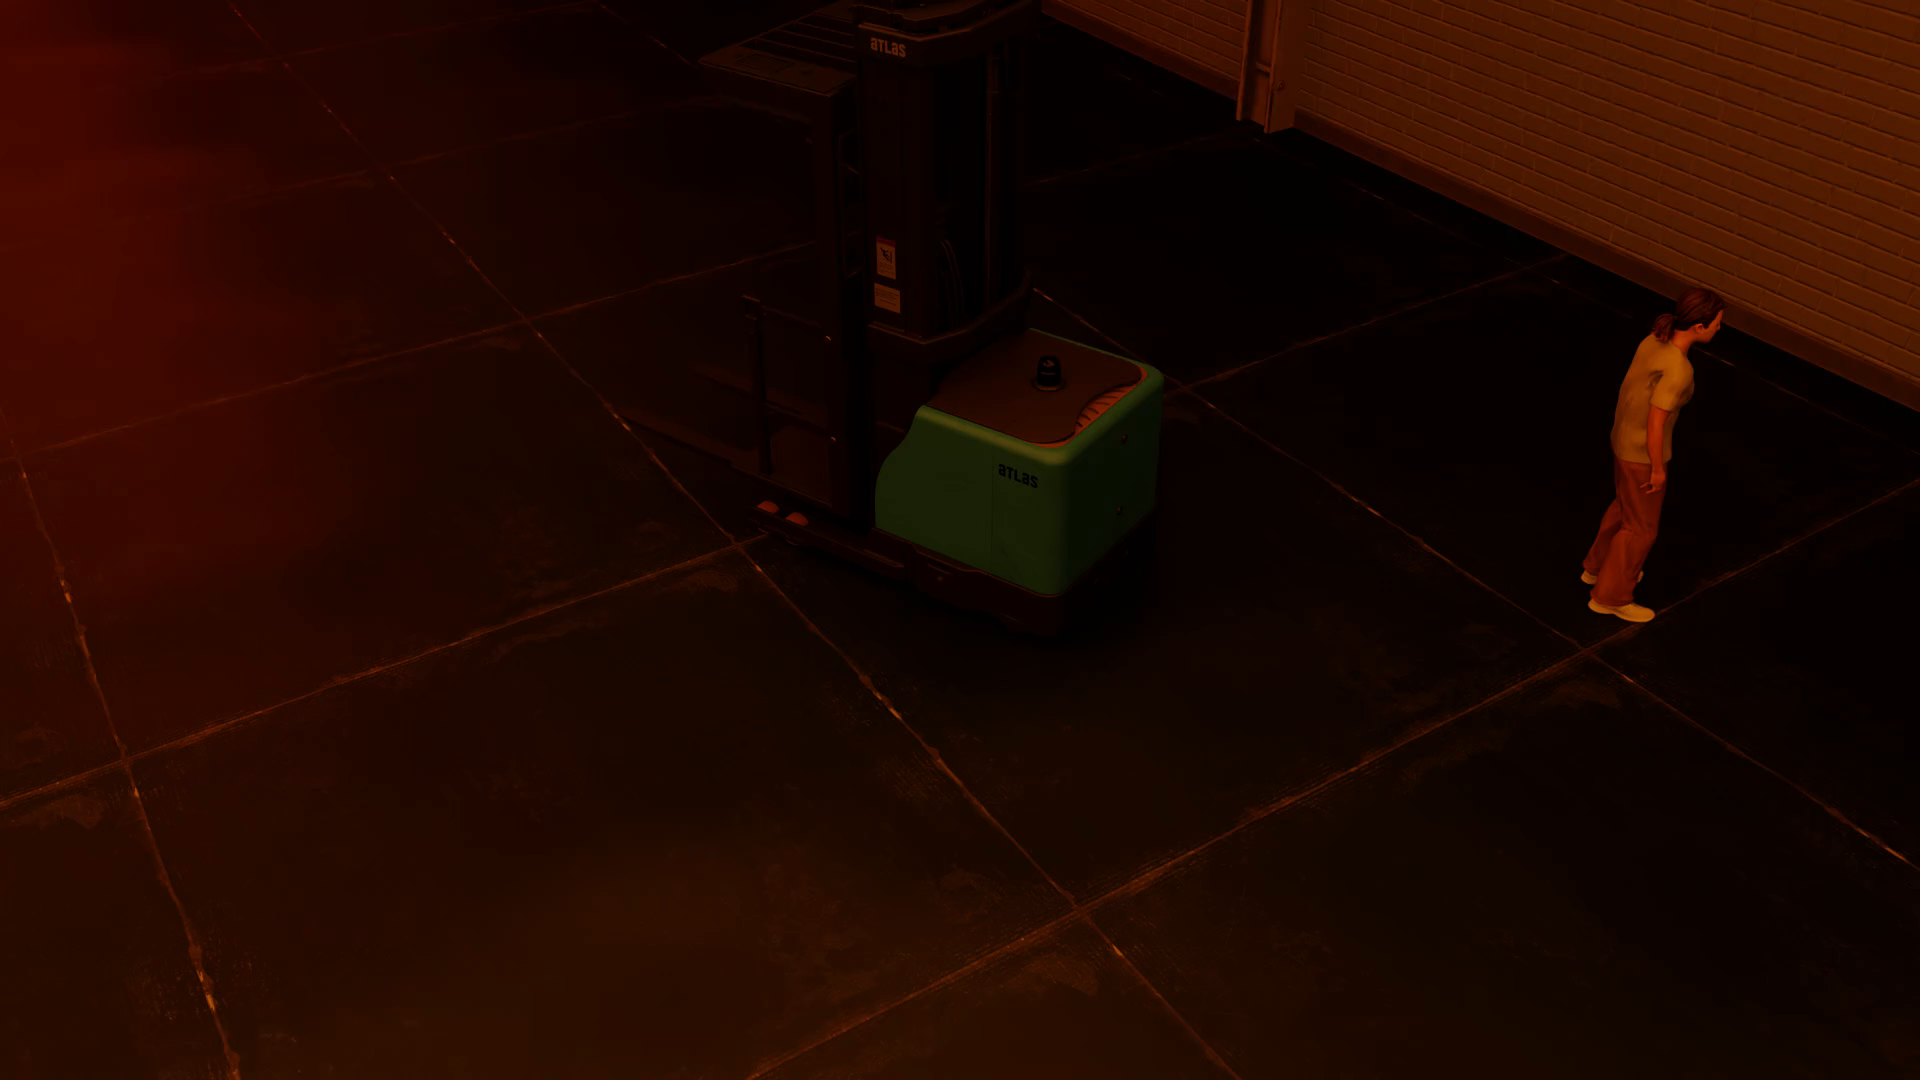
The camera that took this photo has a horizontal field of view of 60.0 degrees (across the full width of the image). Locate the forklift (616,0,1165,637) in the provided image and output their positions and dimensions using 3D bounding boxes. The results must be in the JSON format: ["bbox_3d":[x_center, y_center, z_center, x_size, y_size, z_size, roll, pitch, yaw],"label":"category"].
[{"bbox_3d":[-0.500,-1.399,8.138,3.031,2.935,1.130,22,41,28],"label":"forklift"}]

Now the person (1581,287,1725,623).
[{"bbox_3d":[3.248,-0.419,7.841,0.363,1.672,0.499,4,35,6],"label":"person"}]
